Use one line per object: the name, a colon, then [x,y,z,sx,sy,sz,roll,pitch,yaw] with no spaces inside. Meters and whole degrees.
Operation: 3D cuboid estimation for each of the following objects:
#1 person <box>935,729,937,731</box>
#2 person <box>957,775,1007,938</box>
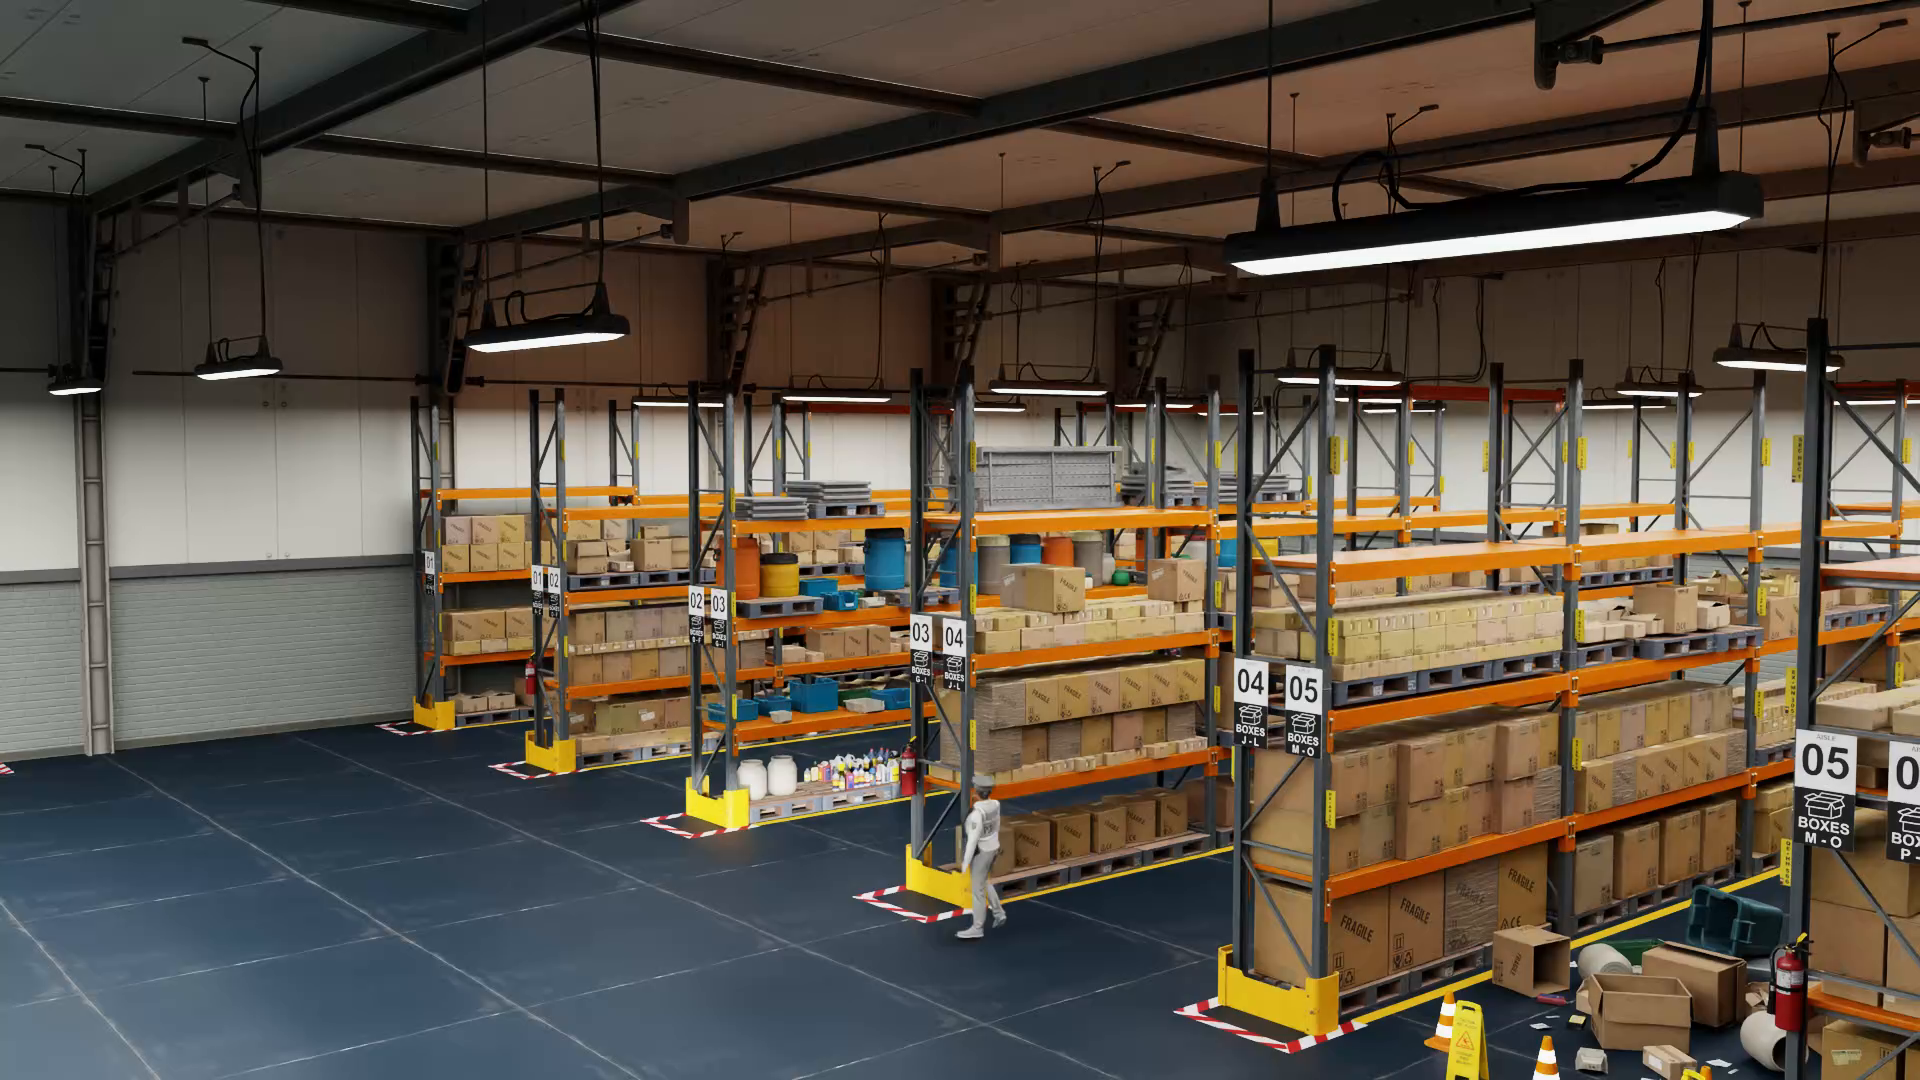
person: [-0.105,2.552,29.737,0.439,1.736,0.649,2,4,36]
person: [0.241,3.295,17.392,0.441,1.679,0.572,1,4,21]
